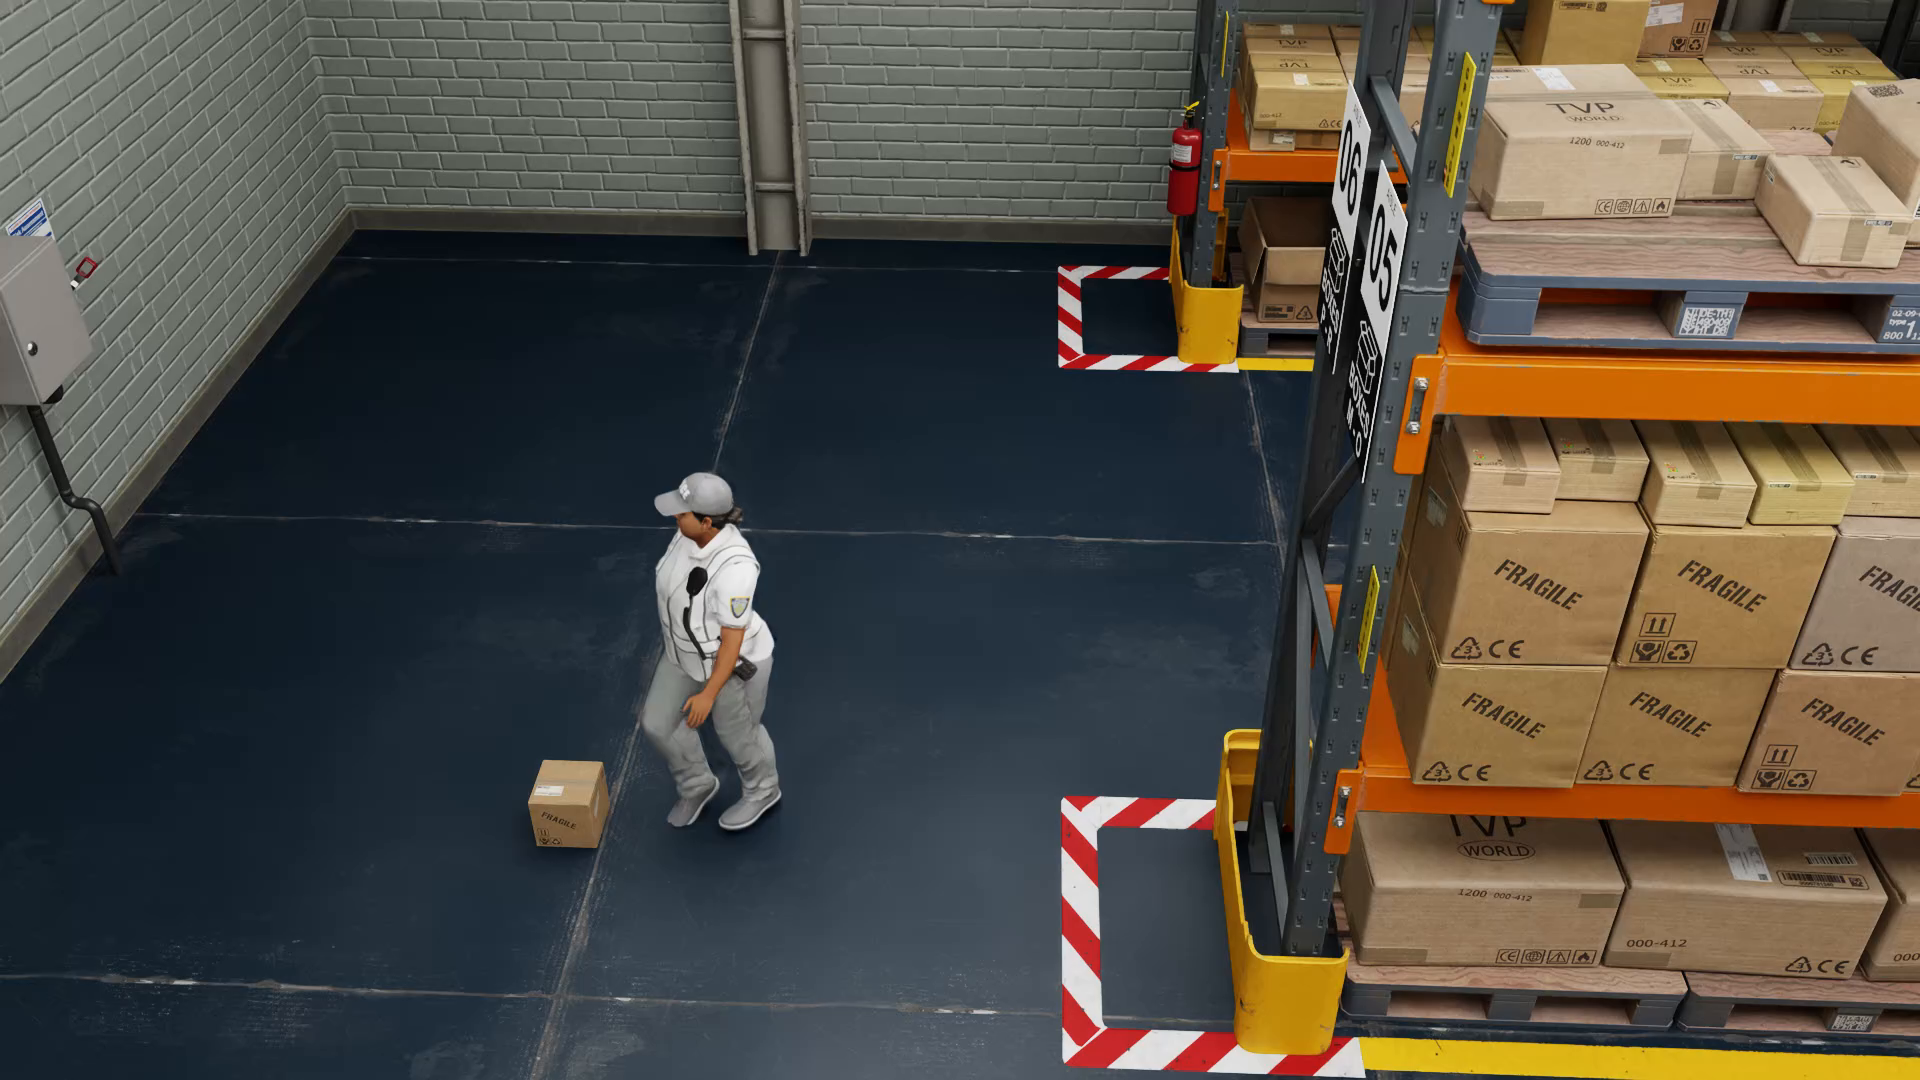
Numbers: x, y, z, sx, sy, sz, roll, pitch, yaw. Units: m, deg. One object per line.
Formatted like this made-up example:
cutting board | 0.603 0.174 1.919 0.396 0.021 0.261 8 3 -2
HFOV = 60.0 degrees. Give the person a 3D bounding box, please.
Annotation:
person | -0.972 0.500 6.455 0.465 1.730 0.493 -28 44 -33
